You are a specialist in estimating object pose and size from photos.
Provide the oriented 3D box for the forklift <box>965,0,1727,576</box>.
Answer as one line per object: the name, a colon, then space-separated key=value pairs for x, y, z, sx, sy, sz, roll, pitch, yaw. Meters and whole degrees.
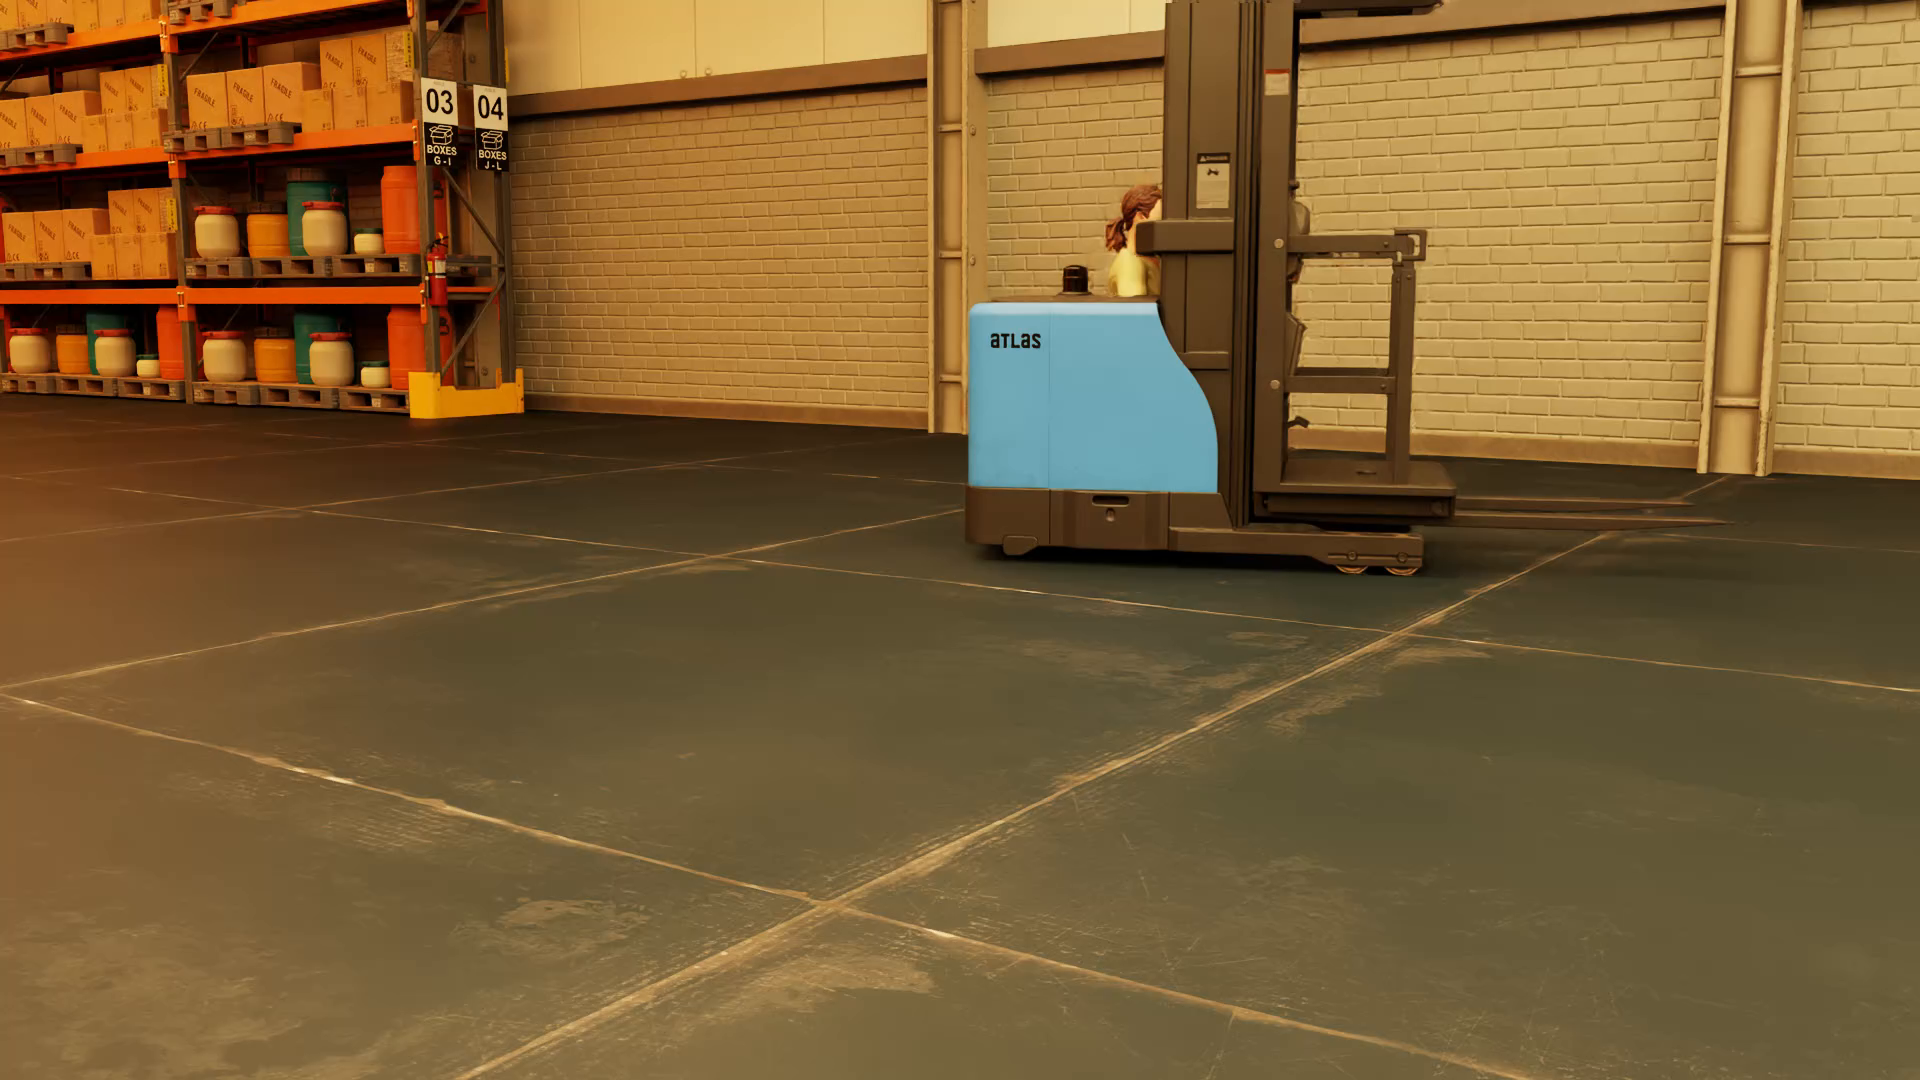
forklift: x=1.594 y=-1.390 z=6.968 sx=3.031 sy=2.935 sz=1.130 roll=2 pitch=8 yaw=12

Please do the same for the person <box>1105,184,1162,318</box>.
person: x=0.938 y=-0.787 z=7.148 sx=0.700 sy=1.472 sz=0.729 roll=4 pitch=9 yaw=28
